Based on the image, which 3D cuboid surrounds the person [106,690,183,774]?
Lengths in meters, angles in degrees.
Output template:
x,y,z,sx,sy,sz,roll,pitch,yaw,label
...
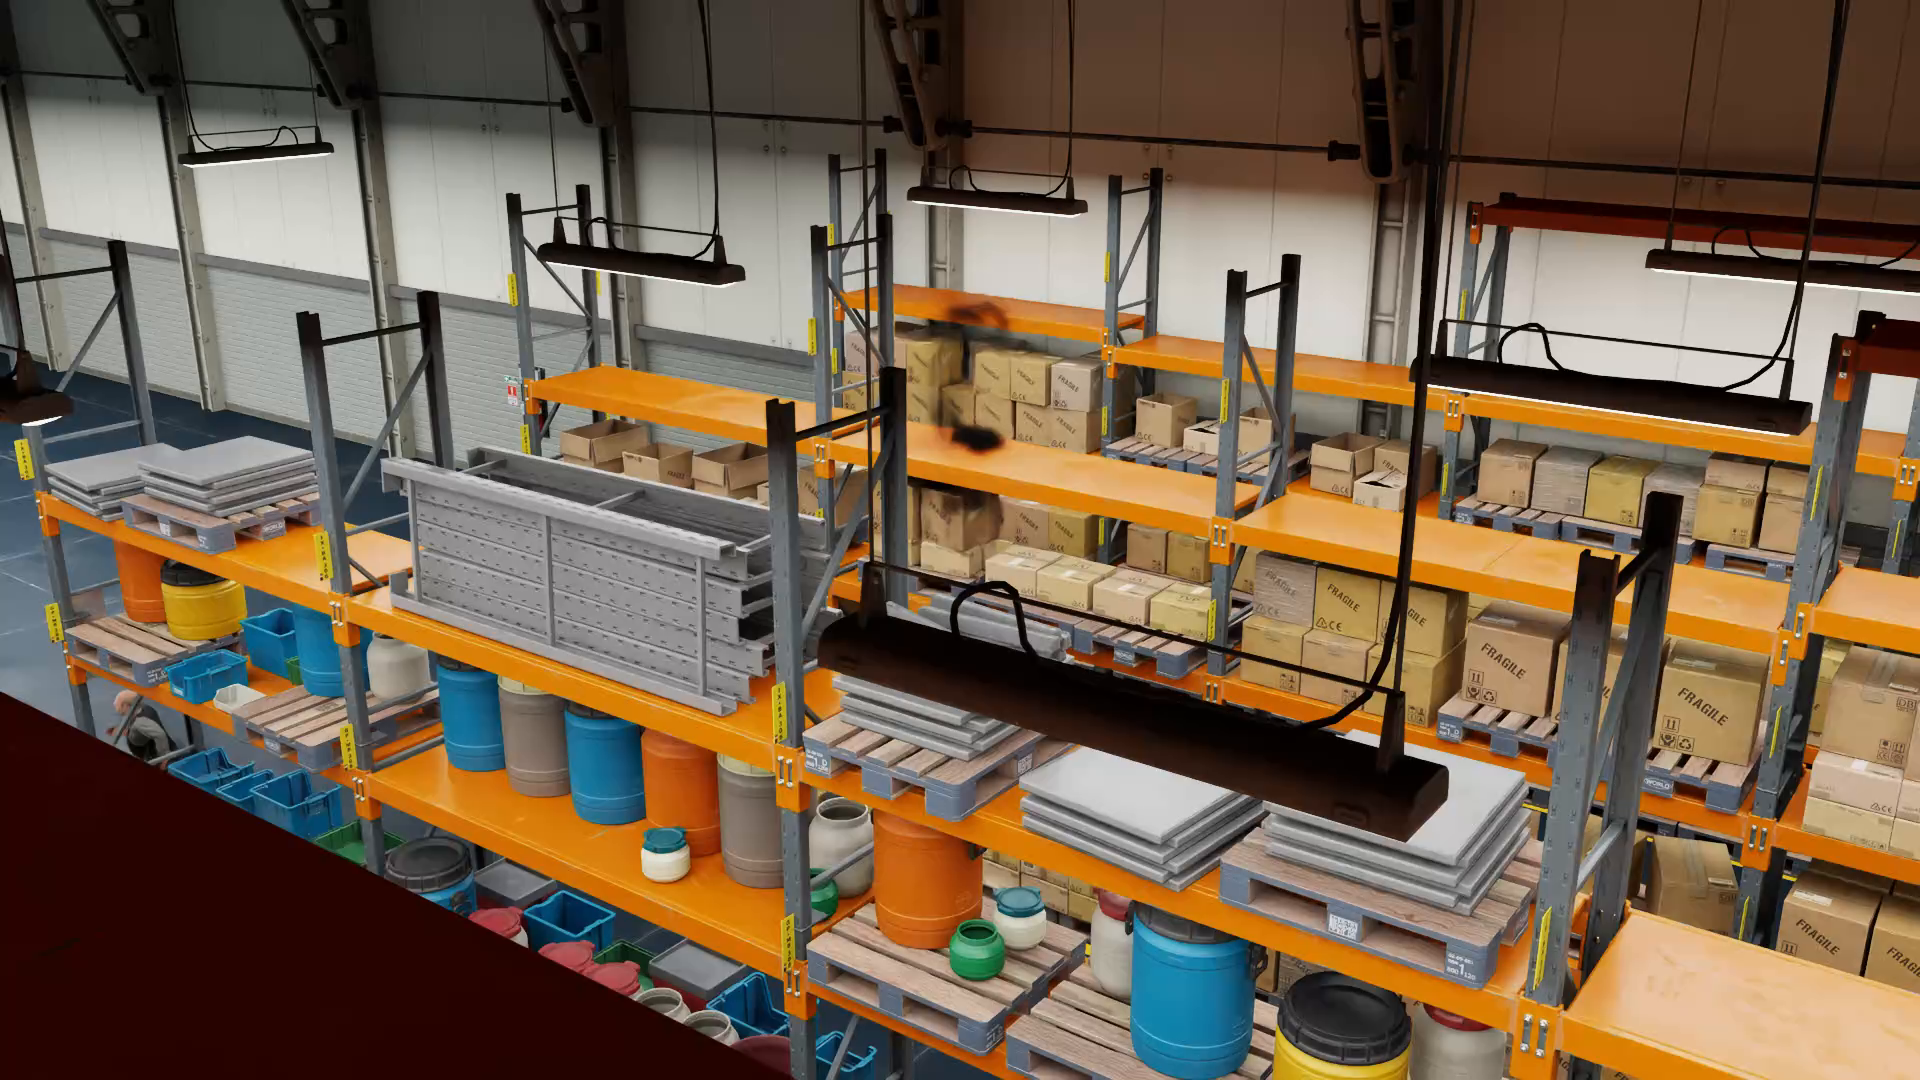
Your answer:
x,y,z,sx,sy,sz,roll,pitch,yaw,label
-7.605,2.211,15.862,0.931,1.706,0.649,-2,19,-6,person
